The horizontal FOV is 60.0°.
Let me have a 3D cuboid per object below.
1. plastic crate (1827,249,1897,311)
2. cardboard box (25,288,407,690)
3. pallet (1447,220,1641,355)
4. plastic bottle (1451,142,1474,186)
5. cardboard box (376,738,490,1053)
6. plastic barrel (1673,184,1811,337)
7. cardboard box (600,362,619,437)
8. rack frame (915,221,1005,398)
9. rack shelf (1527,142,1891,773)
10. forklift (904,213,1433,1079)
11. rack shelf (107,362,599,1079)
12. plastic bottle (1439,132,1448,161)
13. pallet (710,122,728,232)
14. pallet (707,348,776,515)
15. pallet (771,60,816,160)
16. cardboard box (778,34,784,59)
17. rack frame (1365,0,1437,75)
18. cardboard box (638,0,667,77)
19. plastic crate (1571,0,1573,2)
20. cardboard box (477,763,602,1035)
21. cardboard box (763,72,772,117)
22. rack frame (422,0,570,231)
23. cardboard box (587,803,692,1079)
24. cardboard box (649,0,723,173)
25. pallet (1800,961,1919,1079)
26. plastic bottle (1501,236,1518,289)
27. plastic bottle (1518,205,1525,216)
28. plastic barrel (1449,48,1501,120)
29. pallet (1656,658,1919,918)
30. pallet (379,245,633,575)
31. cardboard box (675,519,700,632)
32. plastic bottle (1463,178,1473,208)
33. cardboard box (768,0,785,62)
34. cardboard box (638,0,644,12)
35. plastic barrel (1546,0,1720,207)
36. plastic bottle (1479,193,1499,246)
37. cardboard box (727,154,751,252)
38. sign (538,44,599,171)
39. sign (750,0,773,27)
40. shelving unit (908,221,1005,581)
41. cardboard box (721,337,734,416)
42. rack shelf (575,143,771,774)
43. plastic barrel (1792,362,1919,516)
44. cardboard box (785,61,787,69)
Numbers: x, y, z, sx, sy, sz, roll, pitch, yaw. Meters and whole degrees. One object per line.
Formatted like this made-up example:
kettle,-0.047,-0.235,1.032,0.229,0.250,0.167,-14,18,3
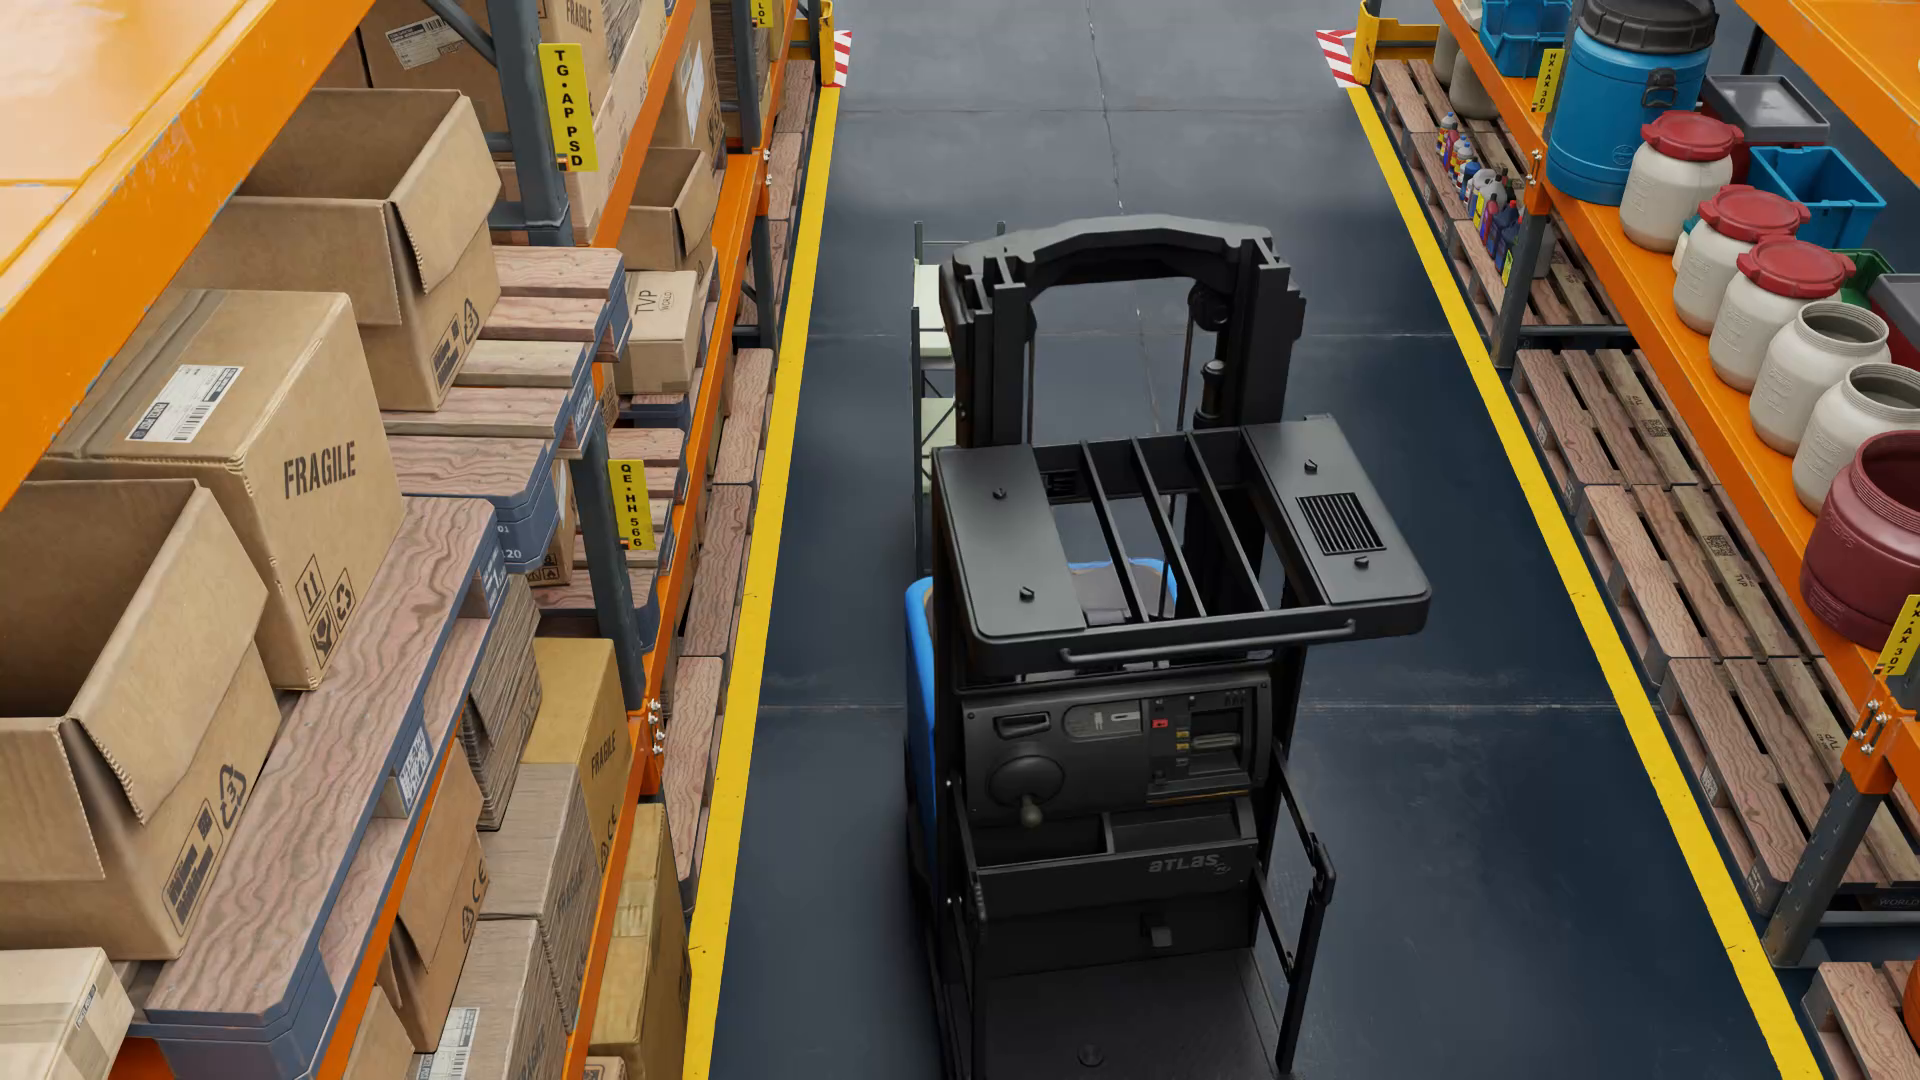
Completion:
plastic crate,3.733,-0.977,6.986,0.450,0.188,0.662,0,39,0
cardboard box,-1.338,-0.096,2.903,0.500,0.500,0.500,2,39,2
pallet,3.489,-1.481,9.675,1.003,0.211,1.213,0,39,0
plastic bottle,3.135,-2.347,10.355,0.097,0.271,0.097,0,39,0
cardboard box,-1.517,0.790,3.729,0.797,0.503,0.637,1,39,1
plastic barrel,3.231,-1.145,6.917,0.433,0.535,0.433,0,39,0
cardboard box,-1.641,-0.534,5.847,0.700,0.500,0.500,5,39,7
rack frame,0.000,-0.818,7.817,0.400,1.500,0.023,0,39,0
rack shelf,3.451,-0.618,6.943,1.077,0.370,4.000,0,39,0
forklift,0.504,0.700,4.778,1.130,2.935,3.031,-5,39,-7
rack shelf,-1.498,0.717,2.879,1.077,0.370,4.000,0,39,0
plastic bottle,3.134,-2.531,10.642,0.097,0.201,0.097,0,39,0
pallet,-1.649,-1.593,7.738,1.003,0.211,1.213,0,39,0
pallet,-1.502,-0.570,8.539,1.003,0.211,1.213,0,39,0
pallet,-1.544,-3.003,11.574,1.003,0.211,1.213,0,39,0
cardboard box,-1.188,-2.807,9.301,0.380,0.149,0.250,0,39,0
rack frame,3.444,-4.650,11.400,1.000,3.000,0.127,0,39,0
cardboard box,-1.256,-1.693,5.430,0.500,0.250,0.500,1,39,1
plastic crate,3.729,-2.915,9.404,0.450,0.188,0.662,0,39,0
cardboard box,-1.257,0.937,4.348,0.500,0.500,0.500,0,39,0
cardboard box,-1.191,-2.338,8.716,0.380,0.149,0.250,0,39,0
rack frame,-1.500,-1.985,3.277,1.000,3.000,0.127,0,39,0
cardboard box,-1.520,1.453,5.147,1.225,0.875,0.875,-2,39,-2
cardboard box,-1.644,-2.046,7.335,1.000,1.000,1.000,0,39,0
pallet,3.495,1.934,5.414,1.003,0.211,1.213,0,39,0
plastic bottle,3.118,-1.561,9.366,0.061,0.283,0.133,2,39,2
plastic bottle,3.307,-1.796,9.665,0.152,0.276,0.135,0,39,0
plastic barrel,3.521,-3.119,11.142,0.421,0.512,0.421,0,39,0
pallet,3.491,0.956,6.634,1.003,0.211,1.213,0,39,0
pallet,-1.446,-0.338,3.771,1.213,0.211,1.003,2,39,2
cardboard box,-1.542,0.039,7.195,0.700,0.500,0.500,3,39,4
plastic bottle,3.135,-2.129,10.139,0.097,0.201,0.097,0,39,0
cardboard box,-1.409,-2.895,8.891,0.875,0.500,0.500,0,39,0
cardboard box,-1.248,-1.974,5.182,0.500,0.500,0.500,-1,39,-1
plastic barrel,3.146,-2.103,7.820,0.600,0.901,0.708,0,39,0
plastic bottle,3.117,-1.885,9.770,0.061,0.283,0.133,2,39,3
cardboard box,-1.473,-1.942,9.684,0.500,0.500,0.500,12,40,14
sign,-0.945,-1.043,4.022,0.100,0.325,0.005,0,39,0
sign,-0.950,-2.600,7.915,0.100,0.325,0.005,0,39,0
shelving unit,0.000,-0.589,7.532,0.431,1.500,0.755,0,39,0
cardboard box,-1.526,-0.958,8.439,0.700,0.500,0.500,-3,39,-4
rack shelf,-1.502,-0.614,6.938,1.077,0.370,4.000,0,39,0
plastic barrel,3.238,-0.334,5.925,0.421,0.512,0.421,0,39,0
cardboard box,-1.525,-3.445,11.559,0.500,0.500,0.500,7,39,8
